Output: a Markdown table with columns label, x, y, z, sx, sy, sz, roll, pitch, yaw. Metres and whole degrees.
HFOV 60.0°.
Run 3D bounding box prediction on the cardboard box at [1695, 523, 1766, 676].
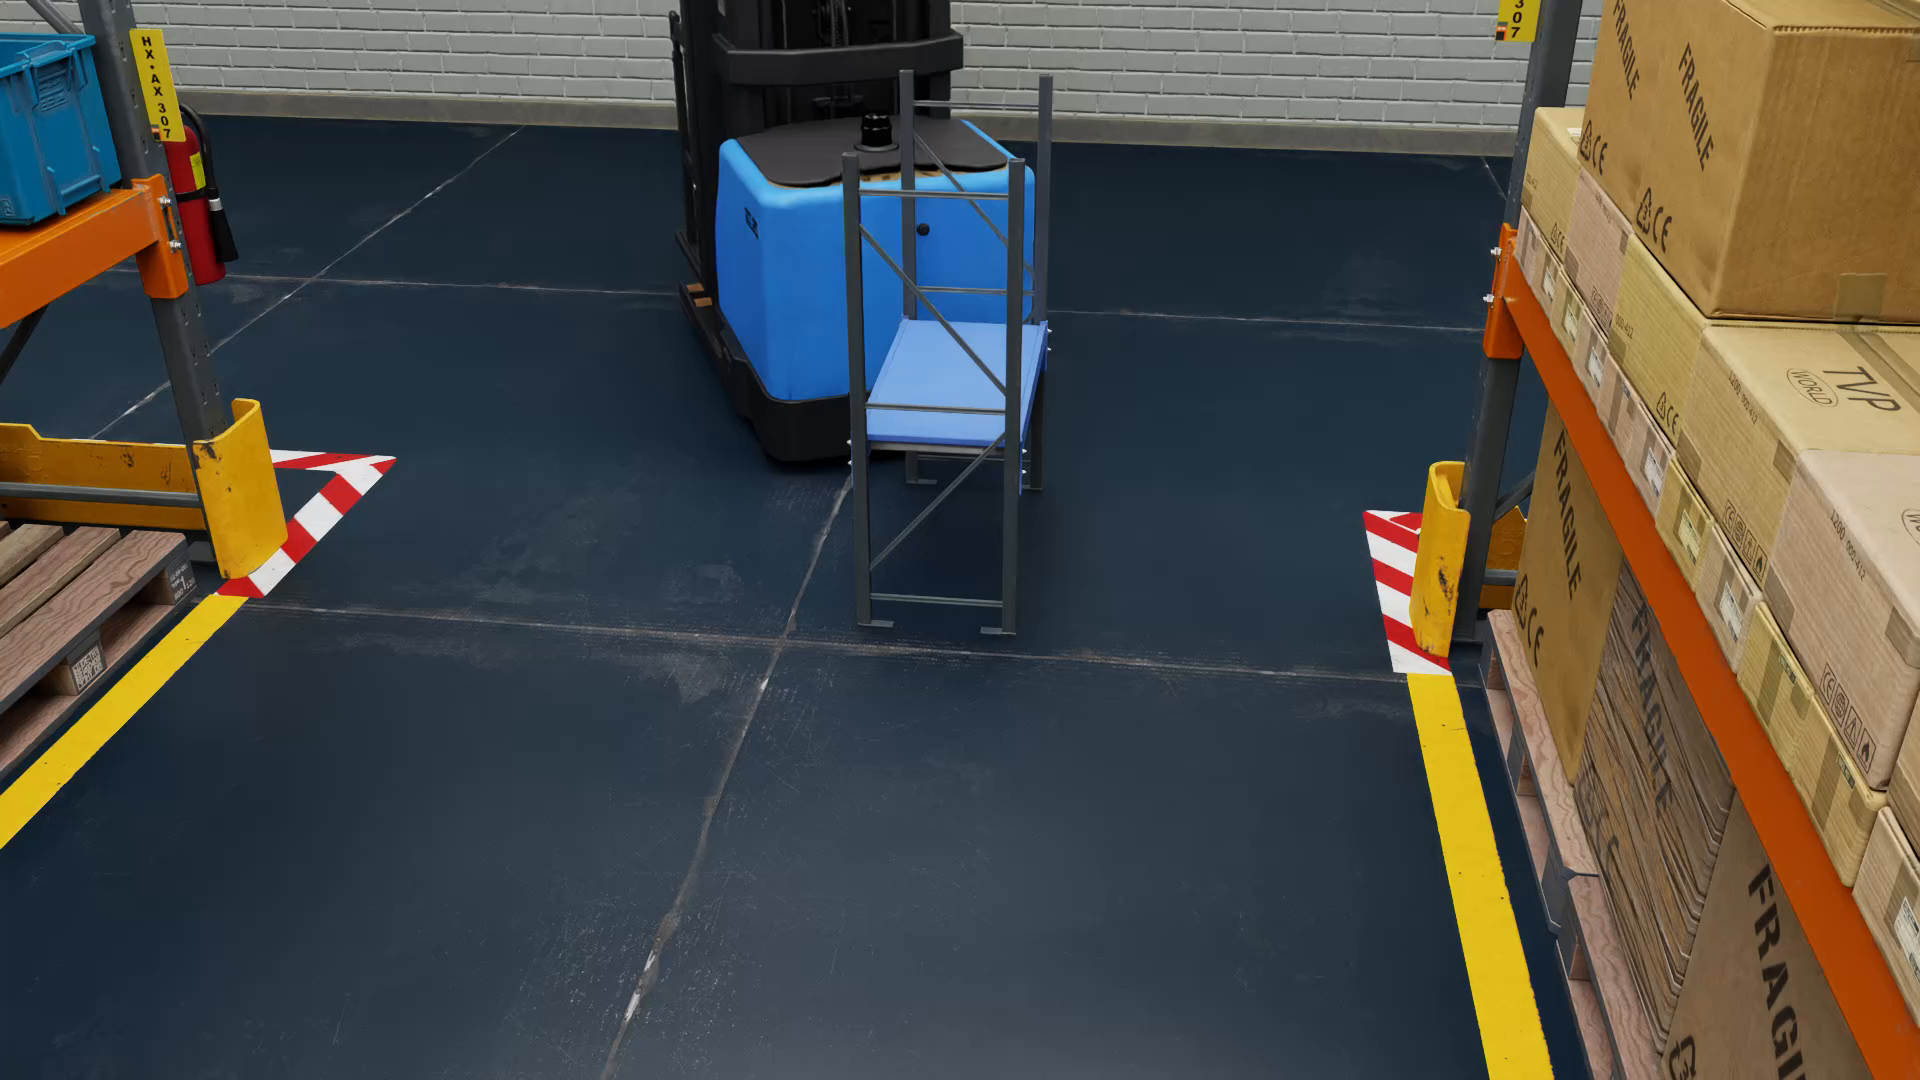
| label | x | y | z | sx | sy | sz | roll | pitch | yaw |
| --- | --- | --- | --- | --- | --- | --- | --- | --- | --- |
| cardboard box | 1.417 | 0.105 | 2.658 | 0.380 | 0.149 | 0.250 | 4 | 29 | 7 |

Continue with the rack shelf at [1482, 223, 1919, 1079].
| label | x | y | z | sx | sy | sz | roll | pitch | yaw |
| --- | --- | --- | --- | --- | --- | --- | --- | --- | --- |
| rack shelf | 1.760 | 0.256 | 2.870 | 1.077 | 0.370 | 4.000 | 3 | 28 | 6 |

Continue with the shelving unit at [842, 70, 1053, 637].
| label | x | y | z | sx | sy | sz | roll | pitch | yaw |
| --- | --- | --- | --- | --- | --- | --- | --- | --- | --- |
| shelving unit | -0.010 | -0.620 | 5.320 | 0.538 | 1.500 | 1.048 | 3 | 28 | 6 |

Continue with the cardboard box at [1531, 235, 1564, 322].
| label | x | y | z | sx | sy | sz | roll | pitch | yaw |
| --- | --- | --- | --- | --- | --- | --- | --- | --- | --- |
| cardboard box | 1.604 | -0.622 | 4.007 | 0.380 | 0.149 | 0.250 | 3 | 28 | 5 |

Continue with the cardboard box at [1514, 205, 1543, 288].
| label | x | y | z | sx | sy | sz | roll | pitch | yaw |
| --- | --- | --- | --- | --- | --- | --- | --- | --- | --- |
| cardboard box | 1.634 | -0.743 | 4.232 | 0.380 | 0.149 | 0.250 | 4 | 29 | 7 |

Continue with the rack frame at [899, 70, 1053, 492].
| label | x | y | z | sx | sy | sz | roll | pitch | yaw |
| --- | --- | --- | --- | --- | --- | --- | --- | --- | --- |
| rack frame | 0.052 | -0.859 | 5.764 | 0.500 | 1.500 | 0.032 | 3 | 28 | 6 |

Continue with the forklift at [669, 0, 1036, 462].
| label | x | y | z | sx | sy | sz | roll | pitch | yaw |
| --- | --- | --- | --- | --- | --- | --- | --- | --- | --- |
| forklift | -0.649 | -2.261 | 6.857 | 1.130 | 2.935 | 3.031 | -9 | 30 | -16 |

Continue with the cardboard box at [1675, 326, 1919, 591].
| label | x | y | z | sx | sy | sz | roll | pitch | yaw |
| --- | --- | --- | --- | --- | --- | --- | --- | --- | --- |
| cardboard box | 1.497 | -0.129 | 2.671 | 0.500 | 0.250 | 0.500 | 3 | 28 | 5 |

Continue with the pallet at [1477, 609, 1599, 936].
| label | x | y | z | sx | sy | sz | roll | pitch | yaw |
| --- | --- | --- | --- | --- | --- | --- | --- | --- | --- |
| pallet | 1.985 | 0.607 | 4.401 | 1.003 | 0.211 | 1.213 | 3 | 28 | 6 |

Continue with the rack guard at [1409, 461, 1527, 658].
| label | x | y | z | sx | sy | sz | roll | pitch | yaw |
| --- | --- | --- | --- | --- | --- | --- | --- | --- | --- |
| rack guard | 2.008 | 0.087 | 5.061 | 1.175 | 0.500 | 0.348 | 3 | 28 | 6 |

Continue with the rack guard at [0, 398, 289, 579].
| label | x | y | z | sx | sy | sz | roll | pitch | yaw |
| --- | --- | --- | --- | --- | --- | --- | --- | --- | --- |
| rack guard | -2.920 | -0.201 | 5.596 | 1.175 | 0.500 | 0.348 | 3 | 28 | 6 |

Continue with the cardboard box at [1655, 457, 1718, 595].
| label | x | y | z | sx | sy | sz | roll | pitch | yaw |
| --- | --- | --- | --- | --- | --- | --- | --- | --- | --- |
| cardboard box | 1.447 | -0.019 | 2.888 | 0.380 | 0.149 | 0.250 | 3 | 28 | 5 |

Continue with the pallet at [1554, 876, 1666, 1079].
| label | x | y | z | sx | sy | sz | roll | pitch | yaw |
| --- | --- | --- | --- | --- | --- | --- | --- | --- | --- |
| pallet | 1.833 | 1.180 | 3.338 | 1.003 | 0.211 | 1.213 | 3 | 28 | 6 |

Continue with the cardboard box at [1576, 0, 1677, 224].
| label | x | y | z | sx | sy | sz | roll | pitch | yaw |
| --- | --- | --- | --- | --- | --- | --- | --- | --- | --- |
| cardboard box | 1.617 | -0.951 | 3.407 | 0.500 | 0.500 | 0.500 | 3 | 28 | 5 |

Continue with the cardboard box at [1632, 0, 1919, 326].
| label | x | y | z | sx | sy | sz | roll | pitch | yaw |
| --- | --- | --- | --- | --- | --- | --- | --- | --- | --- |
| cardboard box | 1.560 | -0.707 | 2.953 | 0.500 | 0.500 | 0.500 | 3 | 28 | 5 |

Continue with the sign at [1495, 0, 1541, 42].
| label | x | y | z | sx | sy | sz | roll | pitch | yaw |
| --- | --- | --- | --- | --- | --- | --- | --- | --- | --- |
| sign | 1.455 | -1.453 | 4.288 | 0.100 | 0.325 | 0.005 | 3 | 28 | 6 |

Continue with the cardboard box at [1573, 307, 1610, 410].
| label | x | y | z | sx | sy | sz | roll | pitch | yaw |
| --- | --- | --- | --- | --- | --- | --- | --- | --- | --- |
| cardboard box | 1.542 | -0.379 | 3.556 | 0.380 | 0.149 | 0.250 | 3 | 28 | 5 |

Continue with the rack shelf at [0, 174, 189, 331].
| label | x | y | z | sx | sy | sz | roll | pitch | yaw |
| --- | --- | --- | --- | --- | --- | --- | --- | --- | --- |
| rack shelf | -3.155 | -0.031 | 3.404 | 1.077 | 0.370 | 4.000 | 3 | 28 | 6 |

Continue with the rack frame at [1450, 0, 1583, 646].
| label | x | y | z | sx | sy | sz | roll | pitch | yaw |
| --- | --- | --- | --- | --- | --- | --- | --- | --- | --- |
| rack frame | 2.005 | -1.002 | 4.447 | 1.000 | 3.000 | 0.127 | 3 | 28 | 6 |

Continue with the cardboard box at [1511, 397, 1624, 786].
| label | x | y | z | sx | sy | sz | roll | pitch | yaw |
| --- | --- | --- | --- | --- | --- | --- | --- | --- | --- |
| cardboard box | 2.006 | 0.055 | 4.283 | 0.875 | 0.875 | 0.875 | 3 | 28 | 6 |

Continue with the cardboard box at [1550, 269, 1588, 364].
| label | x | y | z | sx | sy | sz | roll | pitch | yaw |
| --- | --- | --- | --- | --- | --- | --- | --- | --- | --- |
| cardboard box | 1.573 | -0.502 | 3.784 | 0.380 | 0.149 | 0.250 | 3 | 28 | 5 |

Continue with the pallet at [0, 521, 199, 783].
| label | x | y | z | sx | sy | sz | roll | pitch | yaw |
| --- | --- | --- | --- | --- | --- | --- | --- | --- | --- |
| pallet | -3.050 | 0.324 | 4.926 | 1.003 | 0.211 | 1.213 | 3 | 28 | 6 |

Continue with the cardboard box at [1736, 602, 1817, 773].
| label | x | y | z | sx | sy | sz | roll | pitch | yaw |
| --- | --- | --- | --- | --- | --- | --- | --- | --- | --- |
| cardboard box | 1.384 | 0.224 | 2.436 | 0.380 | 0.149 | 0.250 | 3 | 28 | 5 |

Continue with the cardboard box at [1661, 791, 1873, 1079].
| label | x | y | z | sx | sy | sz | roll | pitch | yaw |
| --- | --- | --- | --- | --- | --- | --- | --- | --- | --- |
| cardboard box | 1.786 | 0.902 | 2.710 | 0.875 | 0.875 | 0.875 | 3 | 28 | 6 |

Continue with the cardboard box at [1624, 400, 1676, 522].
| label | x | y | z | sx | sy | sz | roll | pitch | yaw |
| --- | --- | --- | --- | --- | --- | --- | --- | --- | --- |
| cardboard box | 1.479 | -0.138 | 3.108 | 0.380 | 0.149 | 0.250 | 3 | 28 | 6 |

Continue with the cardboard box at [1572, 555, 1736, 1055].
| label | x | y | z | sx | sy | sz | roll | pitch | yaw |
| --- | --- | --- | --- | --- | --- | --- | --- | --- | --- |
| cardboard box | 1.895 | 0.483 | 3.488 | 0.875 | 0.875 | 0.875 | 3 | 28 | 6 |

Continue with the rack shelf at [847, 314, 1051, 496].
| label | x | y | z | sx | sy | sz | roll | pitch | yaw |
| --- | --- | --- | --- | --- | --- | --- | --- | --- | --- |
| rack shelf | -0.010 | -0.462 | 5.405 | 0.538 | 0.185 | 1.000 | 3 | 28 | 6 |

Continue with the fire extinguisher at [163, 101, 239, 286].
| label | x | y | z | sx | sy | sz | roll | pitch | yaw |
| --- | --- | --- | --- | --- | --- | --- | --- | --- | --- |
| fire extinguisher | -2.441 | -1.136 | 5.171 | 0.296 | 0.674 | 0.183 | 3 | 28 | 6 |

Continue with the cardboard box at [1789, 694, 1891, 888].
| label | x | y | z | sx | sy | sz | roll | pitch | yaw |
| --- | --- | --- | --- | --- | --- | --- | --- | --- | --- |
| cardboard box | 1.353 | 0.345 | 2.212 | 0.380 | 0.149 | 0.250 | 4 | 29 | 7 |

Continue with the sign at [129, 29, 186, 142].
| label | x | y | z | sx | sy | sz | roll | pitch | yaw |
| --- | --- | --- | --- | --- | --- | --- | --- | --- | --- |
| sign | -2.362 | -1.337 | 4.897 | 0.100 | 0.325 | 0.005 | 3 | 28 | 6 |

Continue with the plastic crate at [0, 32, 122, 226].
| label | x | y | z | sx | sy | sz | roll | pitch | yaw |
| --- | --- | --- | --- | --- | --- | --- | --- | --- | --- |
| plastic crate | -2.766 | -1.163 | 4.646 | 0.616 | 0.435 | 0.499 | 3 | 28 | 6 |

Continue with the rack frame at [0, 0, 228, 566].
| label | x | y | z | sx | sy | sz | roll | pitch | yaw |
| --- | --- | --- | --- | --- | --- | --- | --- | --- | --- |
| rack frame | -2.910 | -1.290 | 4.981 | 1.000 | 3.000 | 0.127 | 3 | 28 | 6 |

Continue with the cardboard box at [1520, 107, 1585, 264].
| label | x | y | z | sx | sy | sz | roll | pitch | yaw |
| --- | --- | --- | --- | --- | --- | --- | --- | --- | --- |
| cardboard box | 1.678 | -0.856 | 4.021 | 0.500 | 0.250 | 0.500 | 3 | 28 | 5 |

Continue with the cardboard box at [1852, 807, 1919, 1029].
| label | x | y | z | sx | sy | sz | roll | pitch | yaw |
| --- | --- | --- | --- | --- | --- | --- | --- | --- | --- |
| cardboard box | 1.322 | 0.466 | 1.987 | 0.380 | 0.149 | 0.250 | 4 | 29 | 7 |

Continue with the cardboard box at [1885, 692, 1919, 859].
| label | x | y | z | sx | sy | sz | roll | pitch | yaw |
| --- | --- | --- | --- | --- | --- | --- | --- | --- | --- |
| cardboard box | 1.370 | 0.349 | 1.783 | 0.500 | 0.250 | 0.500 | 4 | 29 | 8 |

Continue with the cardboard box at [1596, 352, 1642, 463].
| label | x | y | z | sx | sy | sz | roll | pitch | yaw |
| --- | --- | --- | --- | --- | --- | --- | --- | --- | --- |
| cardboard box | 1.510 | -0.259 | 3.334 | 0.380 | 0.149 | 0.250 | 3 | 28 | 5 |

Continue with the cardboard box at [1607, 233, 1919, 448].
| label | x | y | z | sx | sy | sz | roll | pitch | yaw |
| --- | --- | --- | --- | --- | --- | --- | --- | --- | --- |
| cardboard box | 1.556 | -0.375 | 3.128 | 0.500 | 0.250 | 0.500 | 2 | 28 | 4 |

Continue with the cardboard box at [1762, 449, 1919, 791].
| label | x | y | z | sx | sy | sz | roll | pitch | yaw |
| --- | --- | --- | --- | --- | --- | --- | --- | --- | --- |
| cardboard box | 1.432 | 0.109 | 2.229 | 0.500 | 0.250 | 0.500 | 4 | 29 | 7 |

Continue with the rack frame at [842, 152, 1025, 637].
| label | x | y | z | sx | sy | sz | roll | pitch | yaw |
| --- | --- | --- | --- | --- | --- | --- | --- | --- | --- |
| rack frame | -0.073 | -0.381 | 4.876 | 0.500 | 1.500 | 0.032 | 3 | 28 | 6 |

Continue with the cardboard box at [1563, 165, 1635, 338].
| label | x | y | z | sx | sy | sz | roll | pitch | yaw |
| --- | --- | --- | --- | --- | --- | --- | --- | --- | --- |
| cardboard box | 1.621 | -0.611 | 3.567 | 0.500 | 0.250 | 0.500 | 3 | 28 | 6 |
